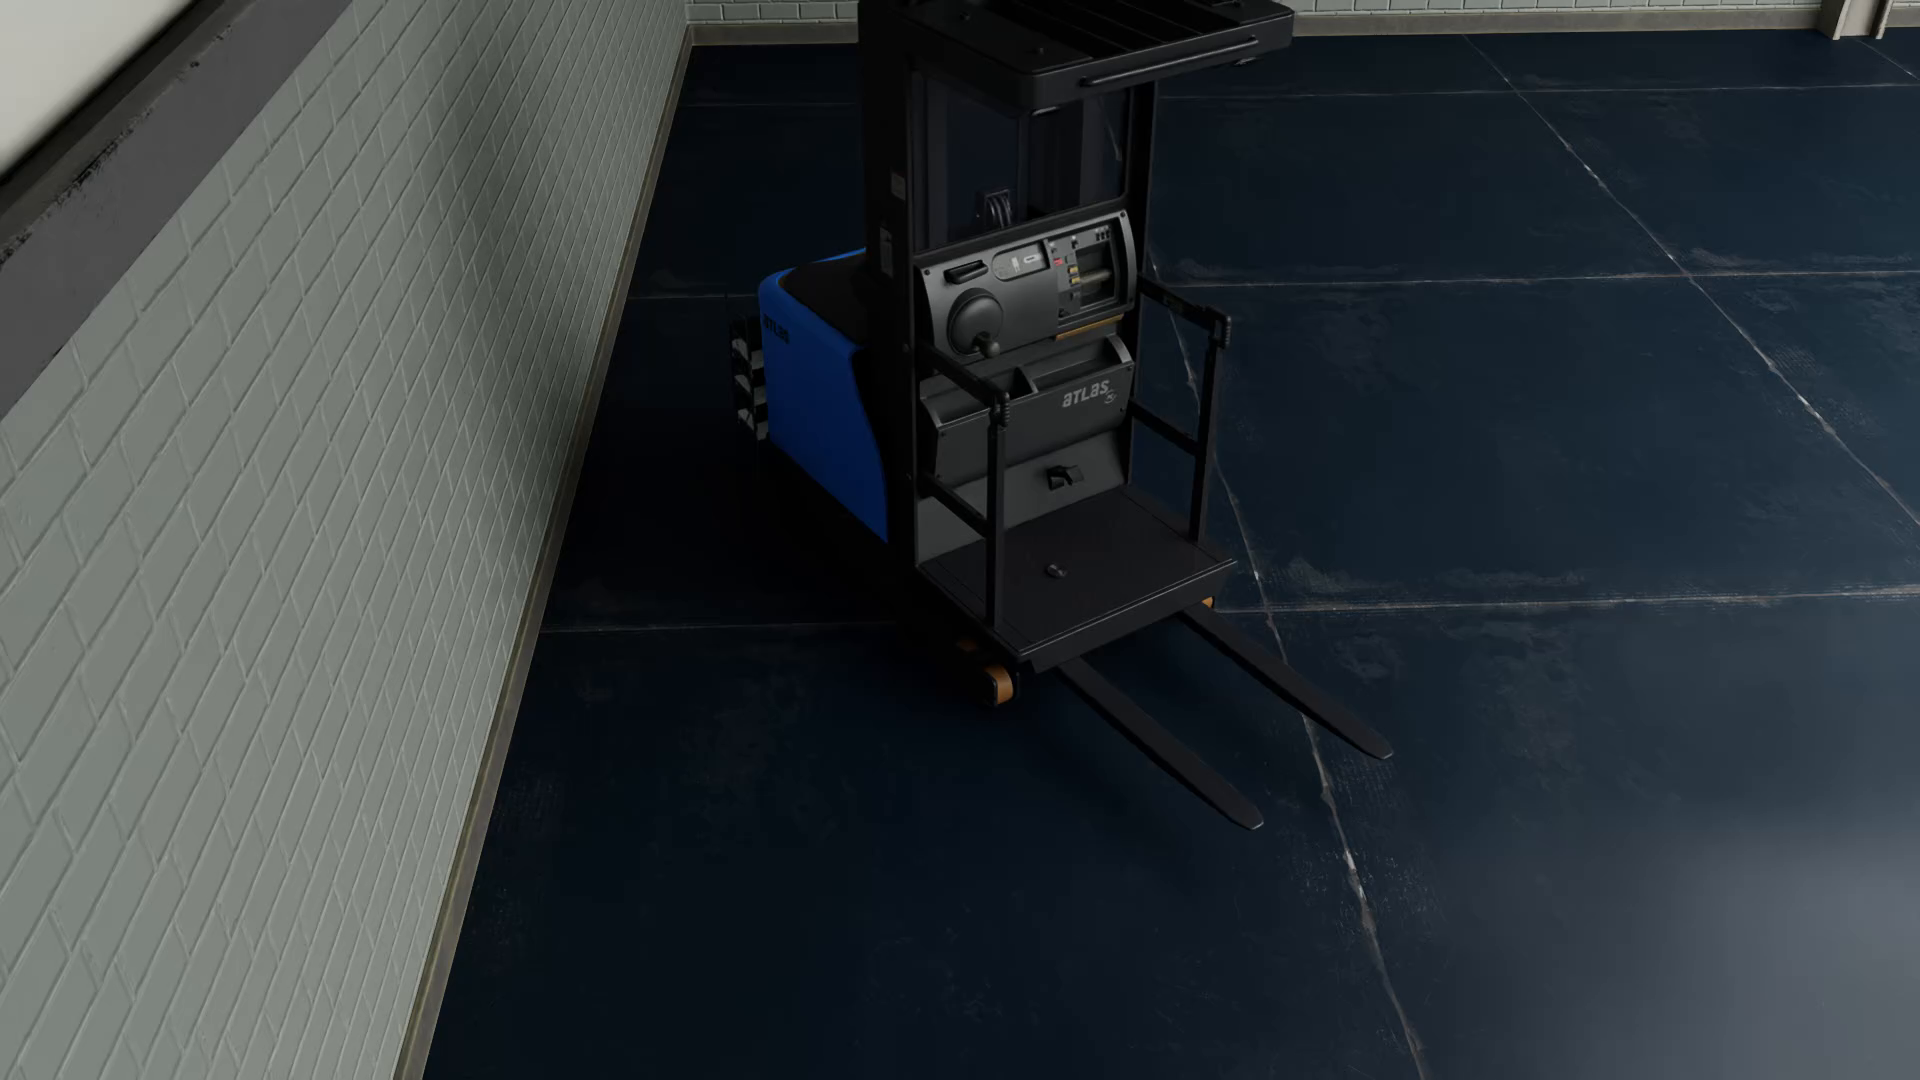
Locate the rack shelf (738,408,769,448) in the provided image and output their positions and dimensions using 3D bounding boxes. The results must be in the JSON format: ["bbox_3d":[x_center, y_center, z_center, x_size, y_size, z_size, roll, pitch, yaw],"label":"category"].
[{"bbox_3d":[-0.884,-0.534,7.605,0.200,0.077,0.258,-18,38,-24],"label":"rack shelf"}]

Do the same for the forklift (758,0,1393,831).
[{"bbox_3d":[0.383,-0.885,5.953,1.130,2.935,3.031,-21,40,-28],"label":"forklift"}]

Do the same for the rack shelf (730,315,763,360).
[{"bbox_3d":[-0.884,-0.904,7.349,0.200,0.077,0.258,-18,38,-24],"label":"rack shelf"}]

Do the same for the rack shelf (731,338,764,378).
[{"bbox_3d":[-0.884,-0.830,7.400,0.200,0.077,0.258,-18,38,-24],"label":"rack shelf"}]

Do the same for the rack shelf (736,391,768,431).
[{"bbox_3d":[-0.884,-0.608,7.554,0.200,0.077,0.258,-18,38,-24],"label":"rack shelf"}]

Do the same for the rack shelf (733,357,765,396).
[{"bbox_3d":[-0.884,-0.756,7.451,0.200,0.077,0.258,-18,38,-24],"label":"rack shelf"}]

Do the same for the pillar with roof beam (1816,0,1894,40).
[{"bbox_3d":[7.125,-5.208,6.867,0.400,9.000,9.100,-2,35,-2],"label":"pillar with roof beam"}]

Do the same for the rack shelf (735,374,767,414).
[{"bbox_3d":[-0.884,-0.682,7.503,0.200,0.077,0.258,-18,38,-24],"label":"rack shelf"}]

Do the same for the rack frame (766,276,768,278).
[{"bbox_3d":[-0.795,-0.737,7.524,0.006,0.900,0.240,-18,38,-24],"label":"rack frame"}]

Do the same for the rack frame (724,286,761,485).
[{"bbox_3d":[-0.973,-0.681,7.443,0.006,0.900,0.240,-18,38,-24],"label":"rack frame"}]

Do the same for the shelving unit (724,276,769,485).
[{"bbox_3d":[-0.884,-0.709,7.484,0.210,0.900,0.258,-18,38,-24],"label":"shelving unit"}]
